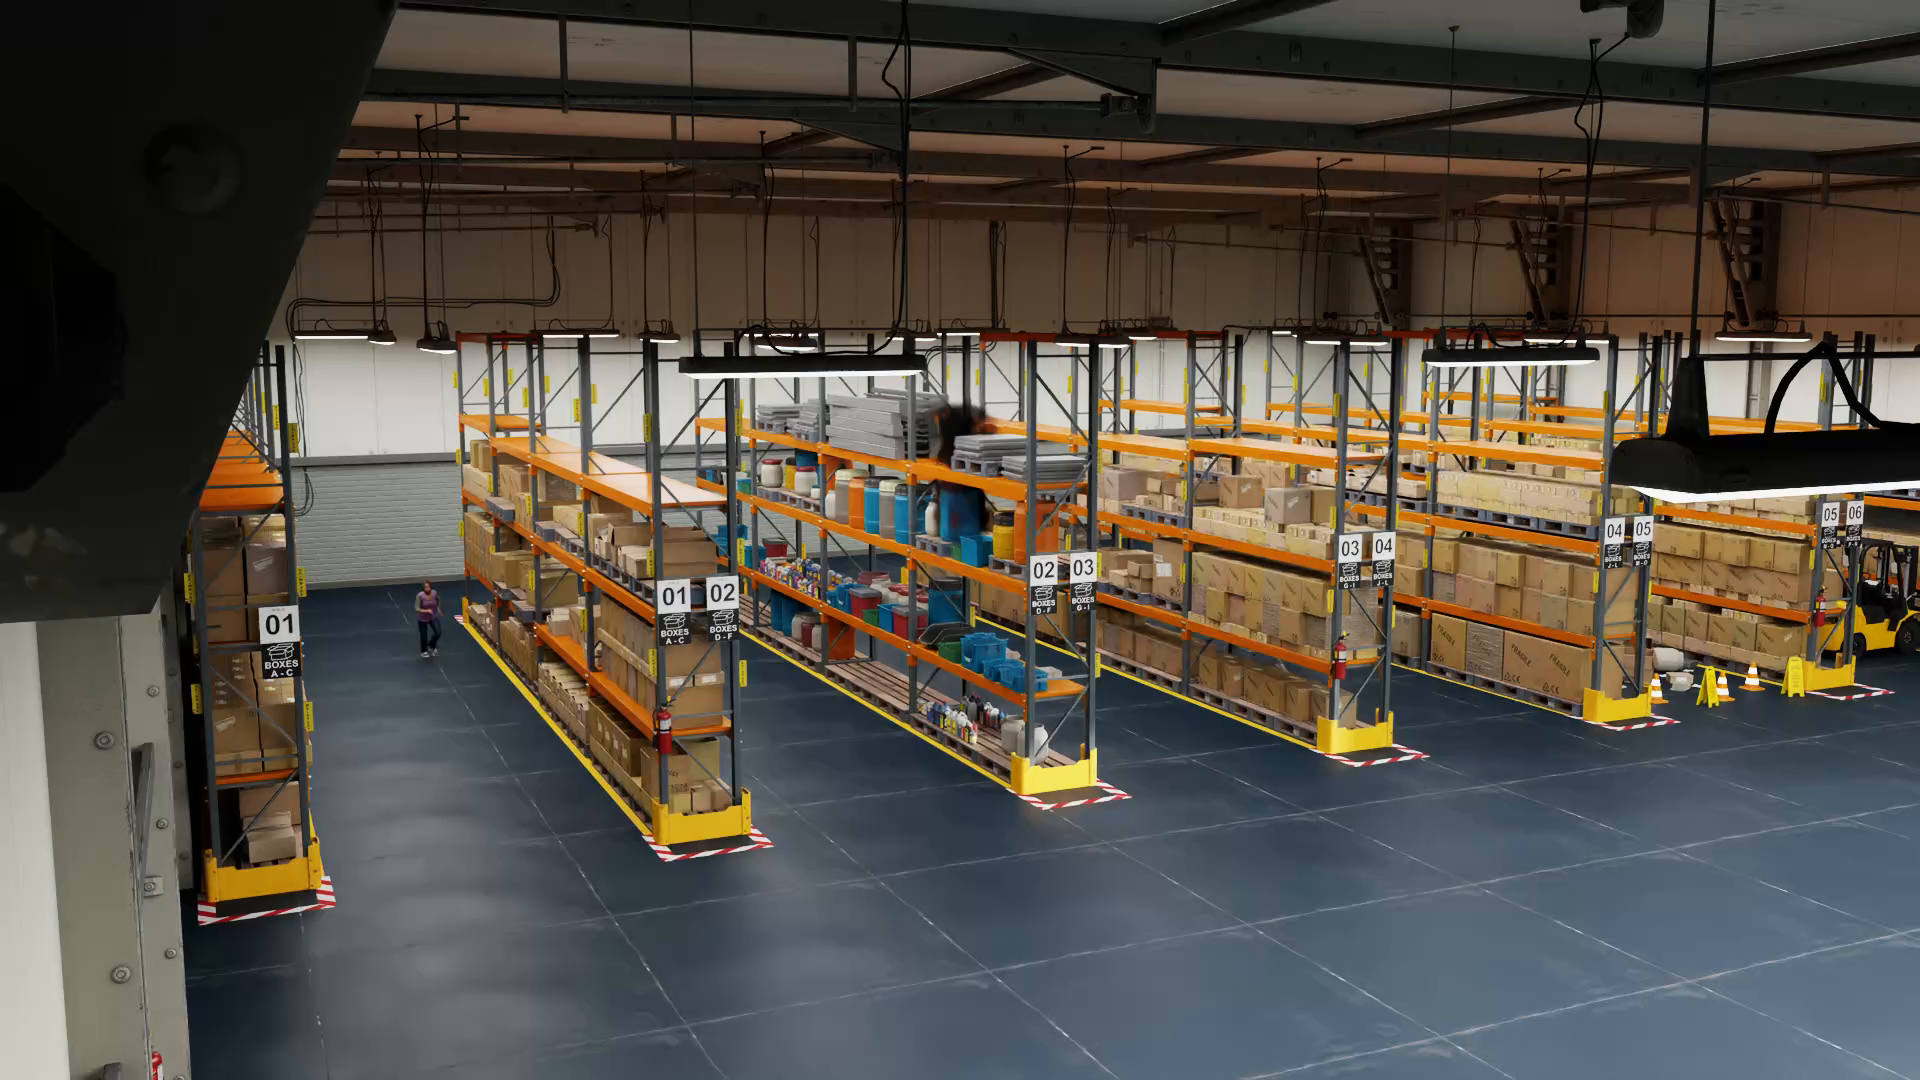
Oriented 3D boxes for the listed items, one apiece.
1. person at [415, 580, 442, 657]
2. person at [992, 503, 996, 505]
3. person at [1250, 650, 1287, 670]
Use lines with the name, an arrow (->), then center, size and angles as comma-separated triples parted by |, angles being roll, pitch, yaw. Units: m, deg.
person -> -9.791, 1.461, 30.644 | 0.541, 1.495, 0.835 | -5, 9, -32
person -> 0.687, -0.161, 42.250 | 0.662, 1.613, 0.700 | -2, 8, -15
person -> 5.616, 1.548, 30.074 | 0.853, 1.551, 0.548 | 6, 10, 38
